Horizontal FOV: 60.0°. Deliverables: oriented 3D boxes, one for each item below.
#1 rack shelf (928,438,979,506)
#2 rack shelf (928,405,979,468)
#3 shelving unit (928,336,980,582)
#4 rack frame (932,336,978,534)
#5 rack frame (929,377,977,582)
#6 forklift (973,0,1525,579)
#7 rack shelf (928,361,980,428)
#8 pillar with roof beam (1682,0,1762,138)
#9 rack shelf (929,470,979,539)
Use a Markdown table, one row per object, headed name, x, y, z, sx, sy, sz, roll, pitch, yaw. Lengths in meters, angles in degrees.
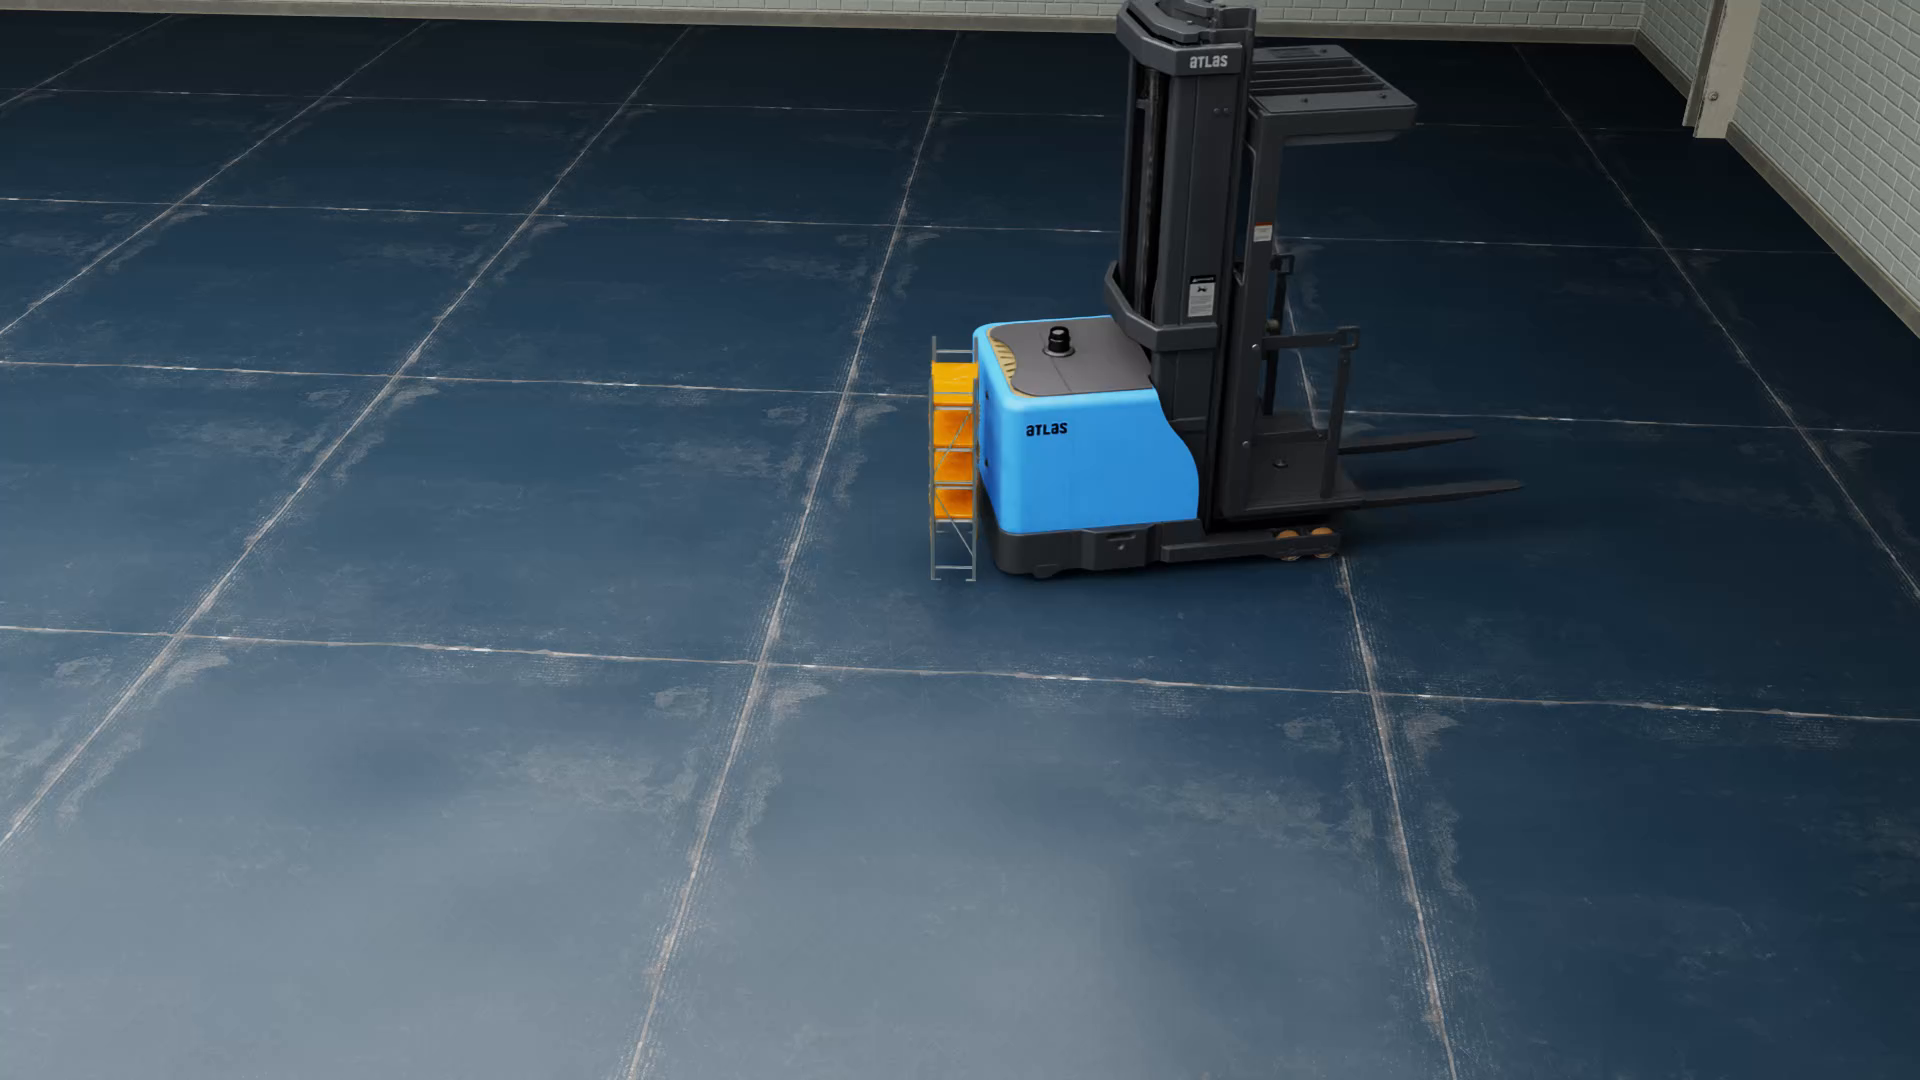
| name | x | y | z | sx | sy | sz | roll | pitch | yaw |
| --- | --- | --- | --- | --- | --- | --- | --- | --- | --- |
| rack shelf | -0.030 | -0.365 | 8.826 | 0.258 | 0.148 | 0.480 | 1 | 32 | 1 |
| rack shelf | -0.030 | -0.555 | 8.709 | 0.258 | 0.148 | 0.480 | 1 | 32 | 1 |
| shelving unit | -0.030 | -0.422 | 8.791 | 0.258 | 1.200 | 0.503 | 1 | 32 | 1 |
| rack frame | -0.025 | -0.550 | 8.999 | 0.240 | 1.200 | 0.015 | 1 | 32 | 1 |
| rack frame | -0.034 | -0.294 | 8.583 | 0.240 | 1.200 | 0.015 | 1 | 32 | 1 |
| forklift | 1.621 | -1.401 | 8.729 | 3.031 | 2.935 | 1.130 | -5 | 32 | -8 |
| rack shelf | -0.030 | -0.756 | 8.585 | 0.258 | 0.148 | 0.480 | 1 | 32 | 1 |
| pillar with roof beam | 2.607 | -7.800 | 13.330 | 9.100 | 9.000 | 0.400 | 2 | 32 | 4 |
| rack shelf | -0.030 | -0.196 | 8.930 | 0.258 | 0.148 | 0.480 | 1 | 32 | 1 |
